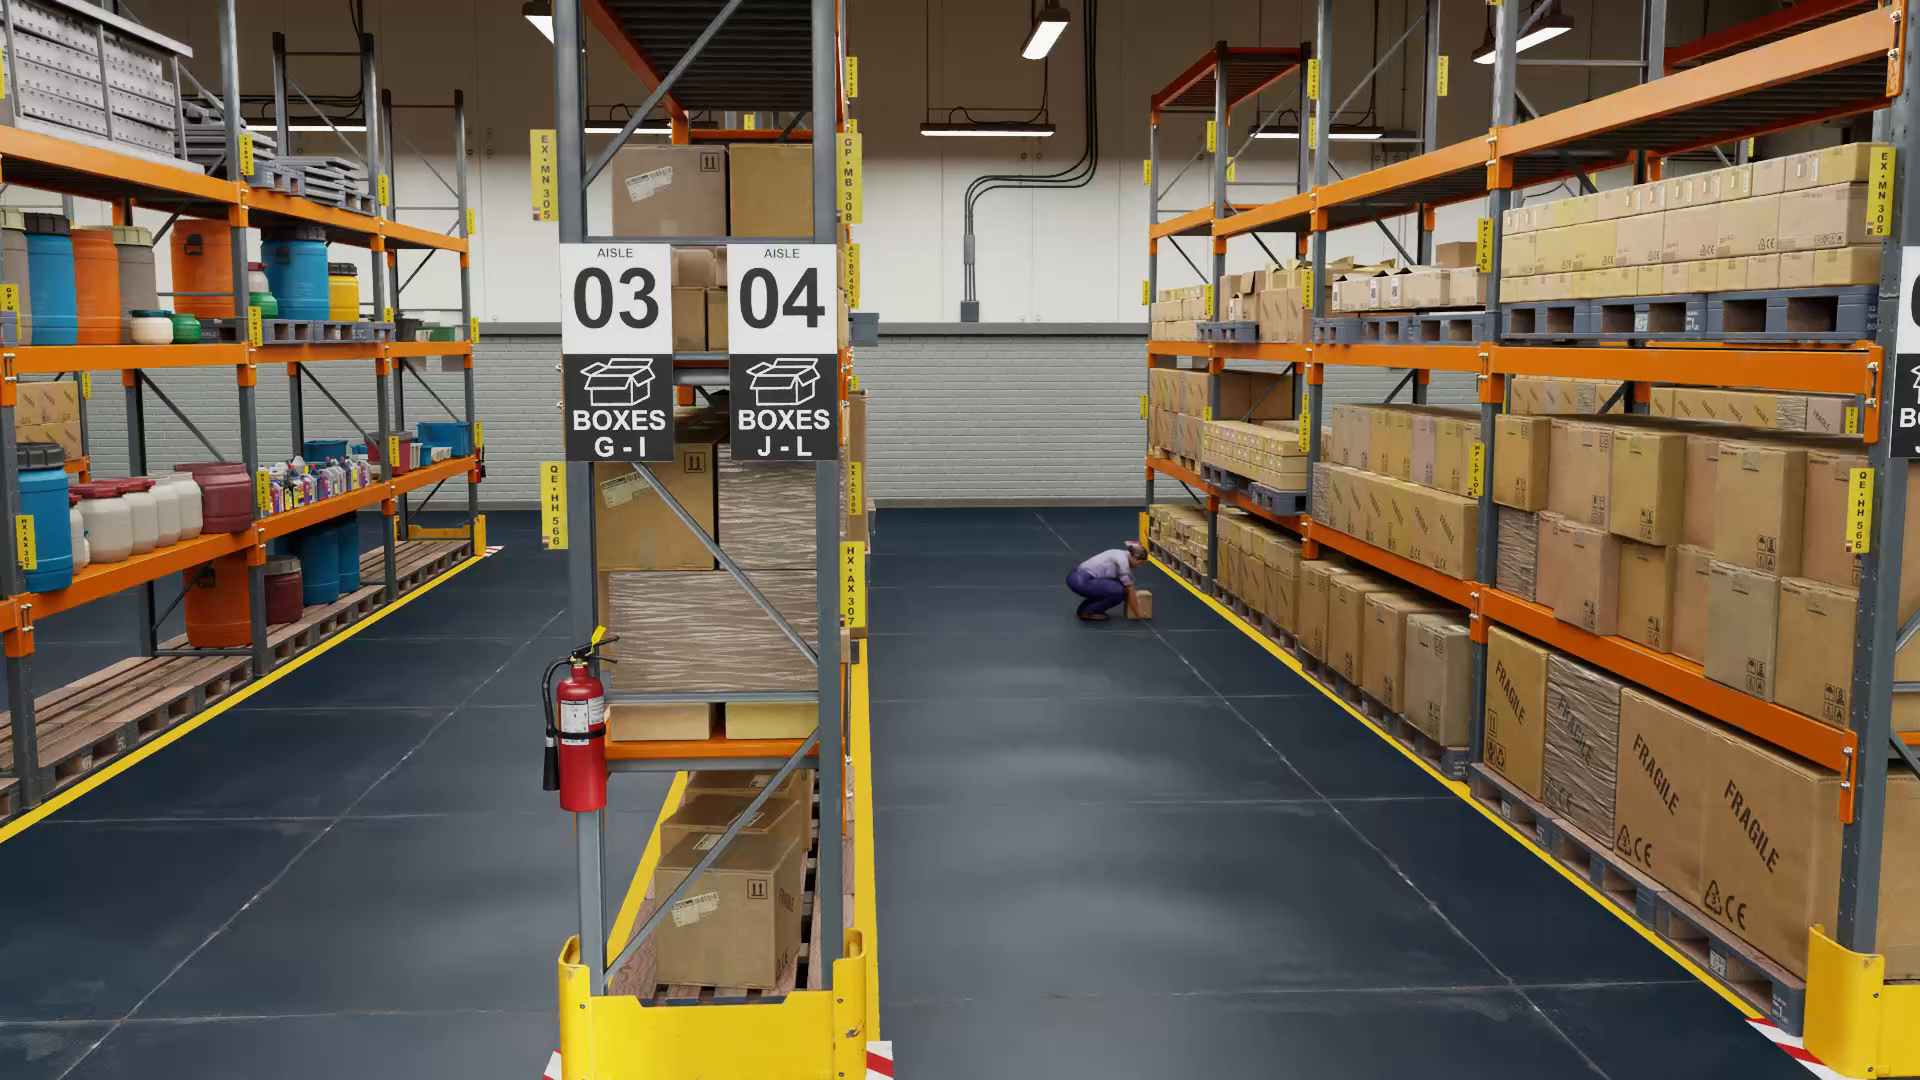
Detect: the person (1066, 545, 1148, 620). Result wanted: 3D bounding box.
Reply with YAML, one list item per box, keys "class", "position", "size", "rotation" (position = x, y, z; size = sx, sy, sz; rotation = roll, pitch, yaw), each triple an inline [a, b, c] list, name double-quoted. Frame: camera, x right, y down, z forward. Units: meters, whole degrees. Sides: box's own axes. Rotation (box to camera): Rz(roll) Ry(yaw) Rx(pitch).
- class: "person"
  position: [1.513, 0.462, 17.082]
  size: [0.849, 0.816, 0.526]
  rotation: [-1, 7, -4]
